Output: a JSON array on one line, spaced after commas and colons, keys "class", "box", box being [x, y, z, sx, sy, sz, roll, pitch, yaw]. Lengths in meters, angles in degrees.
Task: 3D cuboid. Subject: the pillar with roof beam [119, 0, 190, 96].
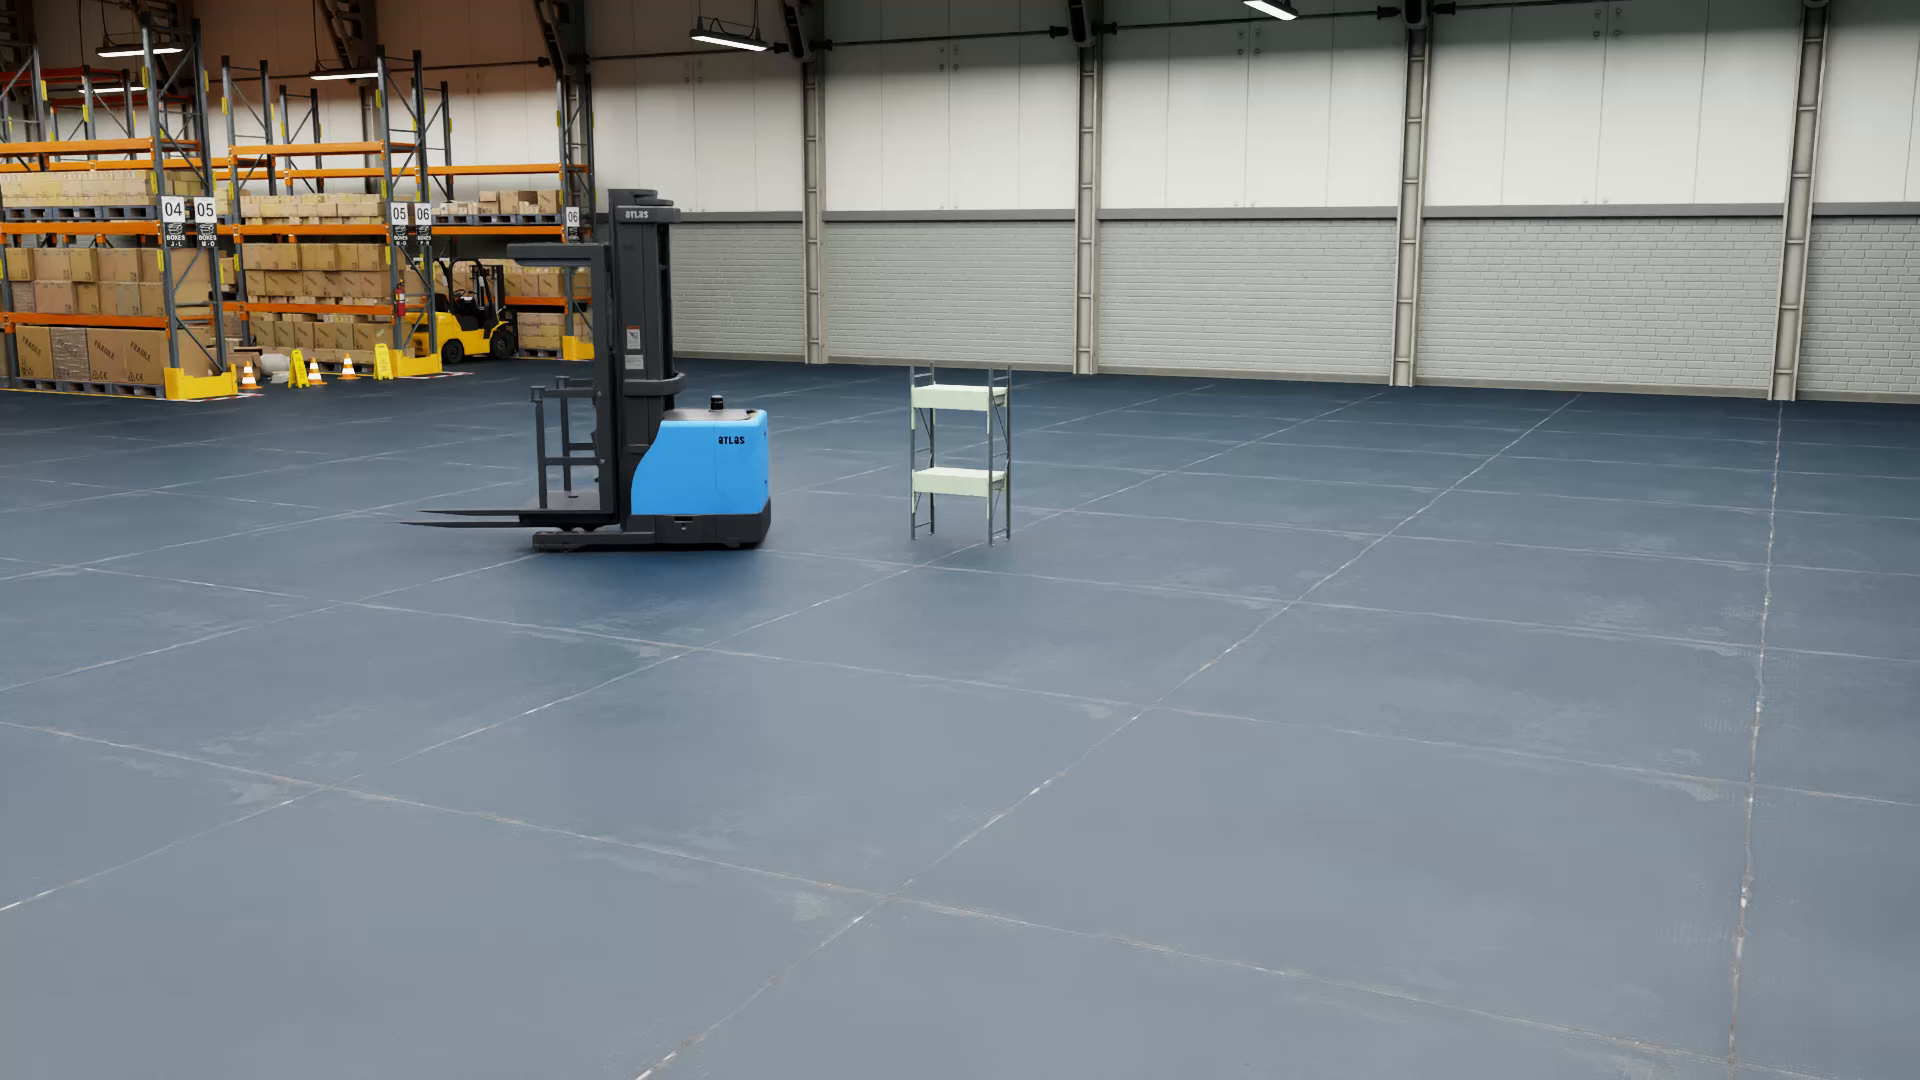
[{"class": "pillar with roof beam", "box": [-21.100, -11.756, 37.037, 0.548, 2.987, 8.718, 5, 11, 26]}]

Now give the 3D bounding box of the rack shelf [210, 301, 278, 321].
[{"class": "rack shelf", "box": [-15.697, -4.745, 34.045, 4.000, 0.370, 1.077, 5, 11, 26]}]

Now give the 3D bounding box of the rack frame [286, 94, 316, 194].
[{"class": "rack frame", "box": [-15.299, -9.001, 38.697, 0.053, 2.616, 0.949, 5, 11, 26]}]

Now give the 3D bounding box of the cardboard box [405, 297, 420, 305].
[{"class": "cardboard box", "box": [-10.530, -4.562, 31.722, 0.250, 0.149, 0.380, 5, 11, 26]}]

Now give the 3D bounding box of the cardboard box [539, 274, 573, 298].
[{"class": "cardboard box", "box": [-8.681, -5.465, 35.724, 0.500, 0.500, 0.500, 5, 11, 25]}]

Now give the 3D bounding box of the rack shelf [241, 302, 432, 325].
[{"class": "rack shelf", "box": [-12.110, -4.430, 32.304, 4.000, 0.370, 1.077, 5, 11, 26]}]

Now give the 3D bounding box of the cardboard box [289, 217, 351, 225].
[{"class": "cardboard box", "box": [-12.014, -6.074, 31.651, 1.532, 0.149, 0.479, 5, 11, 25]}]

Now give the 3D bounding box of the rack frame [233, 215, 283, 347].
[{"class": "rack frame", "box": [-13.904, -4.941, 33.110, 0.127, 3.000, 1.000, 5, 11, 26]}]

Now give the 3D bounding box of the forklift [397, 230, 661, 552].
[{"class": "forklift", "box": [-3.594, -1.335, 13.935, 2.170, 2.733, 1.118, 0, 10, -2]}]

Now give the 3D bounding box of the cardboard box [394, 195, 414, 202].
[{"class": "cardboard box", "box": [-10.545, -6.432, 31.388, 0.250, 0.149, 0.380, 5, 11, 25]}]

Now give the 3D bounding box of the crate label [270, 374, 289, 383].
[{"class": "crate label", "box": [-12.192, -2.893, 29.833, 0.298, 0.136, 0.250, -1, 10, -4]}]

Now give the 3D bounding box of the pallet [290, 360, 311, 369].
[{"class": "pallet", "box": [-13.286, -3.522, 33.098, 1.213, 0.211, 1.003, 5, 11, 26]}]

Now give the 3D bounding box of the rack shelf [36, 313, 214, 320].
[{"class": "rack shelf", "box": [-14.210, -3.763, 27.868, 3.809, 0.052, 0.919, 5, 11, 26]}]

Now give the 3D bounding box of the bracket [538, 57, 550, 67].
[{"class": "bracket", "box": [-8.878, -10.317, 35.862, 0.430, 0.232, 0.235, 5, 11, 26]}]

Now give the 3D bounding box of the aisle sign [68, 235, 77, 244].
[{"class": "aisle sign", "box": [-22.663, -7.918, 42.256, 0.004, 0.787, 0.394, 5, 11, 26]}]

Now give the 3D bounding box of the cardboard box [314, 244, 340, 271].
[{"class": "cardboard box", "box": [-11.825, -5.384, 31.632, 0.500, 0.500, 0.700, 5, 11, 25]}]

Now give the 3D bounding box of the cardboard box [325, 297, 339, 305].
[{"class": "cardboard box", "box": [-11.925, -4.587, 31.860, 0.250, 0.149, 0.380, 5, 11, 25]}]

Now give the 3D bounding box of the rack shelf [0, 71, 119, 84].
[{"class": "rack shelf", "box": [-19.284, -9.718, 34.944, 3.687, 0.071, 0.831, 5, 11, 26]}]

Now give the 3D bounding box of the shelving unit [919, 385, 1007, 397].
[{"class": "shelving unit", "box": [0.006, -1.253, 14.000, 0.686, 0.052, 0.368, 5, 11, 26]}]

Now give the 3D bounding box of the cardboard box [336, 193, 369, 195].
[{"class": "cardboard box", "box": [-13.843, -7.655, 37.938, 0.500, 0.500, 0.500, 5, 12, 27]}]

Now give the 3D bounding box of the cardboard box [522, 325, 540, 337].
[{"class": "cardboard box", "box": [-9.143, -4.549, 36.078, 0.500, 0.250, 0.500, 5, 11, 25]}]

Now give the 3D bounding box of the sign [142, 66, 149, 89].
[{"class": "sign", "box": [-12.669, -7.193, 25.860, 0.005, 0.325, 0.100, 5, 11, 26]}]

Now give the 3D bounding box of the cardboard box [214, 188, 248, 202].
[{"class": "cardboard box", "box": [-14.480, -6.822, 32.915, 0.500, 0.250, 0.500, 5, 12, 27]}]

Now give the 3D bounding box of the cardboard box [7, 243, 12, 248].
[{"class": "cardboard box", "box": [-21.246, -6.499, 36.804, 0.250, 0.149, 0.380, 5, 11, 25]}]

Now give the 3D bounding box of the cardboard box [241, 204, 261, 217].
[{"class": "cardboard box", "box": [-13.630, -6.412, 32.397, 0.500, 0.250, 0.500, 5, 11, 25]}]

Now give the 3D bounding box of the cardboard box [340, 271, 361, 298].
[{"class": "cardboard box", "box": [-11.372, -4.861, 31.549, 0.500, 0.500, 0.500, 5, 11, 26]}]

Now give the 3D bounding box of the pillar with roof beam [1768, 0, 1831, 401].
[{"class": "pillar with roof beam", "box": [11.269, -5.991, 22.066, 0.400, 9.000, 9.100, 5, 11, 26]}]

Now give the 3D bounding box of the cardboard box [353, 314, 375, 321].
[{"class": "cardboard box", "box": [-13.551, -4.933, 38.554, 0.625, 0.625, 0.875, 5, 11, 23]}]

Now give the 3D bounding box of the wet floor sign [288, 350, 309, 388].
[{"class": "wet floor sign", "box": [-11.514, -2.983, 28.901, 0.232, 0.644, 0.267, 3, 11, 16]}]

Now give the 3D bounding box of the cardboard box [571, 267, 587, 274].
[{"class": "cardboard box", "box": [-8.313, -5.856, 36.061, 0.250, 0.149, 0.380, 5, 11, 24]}]

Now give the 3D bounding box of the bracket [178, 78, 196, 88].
[{"class": "bracket", "box": [-18.896, -11.198, 40.725, 0.430, 0.232, 0.235, 5, 11, 26]}]

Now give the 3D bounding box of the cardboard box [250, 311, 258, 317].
[{"class": "cardboard box", "box": [-16.769, -5.436, 39.861, 0.250, 0.149, 0.380, 5, 11, 25]}]

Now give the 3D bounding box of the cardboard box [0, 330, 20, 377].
[{"class": "cardboard box", "box": [-16.600, -3.277, 29.052, 0.750, 0.750, 1.050, 5, 11, 26]}]

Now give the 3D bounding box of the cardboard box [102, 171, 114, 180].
[{"class": "cardboard box", "box": [-13.554, -5.861, 26.775, 0.250, 0.149, 0.380, 5, 12, 27]}]

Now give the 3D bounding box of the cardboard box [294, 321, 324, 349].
[{"class": "cardboard box", "box": [-12.545, -3.993, 32.306, 0.500, 0.500, 0.500, 6, 12, 29]}]

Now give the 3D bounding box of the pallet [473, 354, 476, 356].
[{"class": "pallet", "box": [-11.016, -4.293, 37.357, 1.213, 0.211, 1.003, 5, 11, 26]}]

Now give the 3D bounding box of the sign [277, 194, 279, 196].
[{"class": "sign", "box": [-13.670, -6.759, 33.279, 0.005, 0.325, 0.100, 5, 11, 26]}]

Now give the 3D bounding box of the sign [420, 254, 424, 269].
[{"class": "sign", "box": [-11.942, -6.178, 36.913, 0.005, 0.325, 0.100, 5, 11, 26]}]

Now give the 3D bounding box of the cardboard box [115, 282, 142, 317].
[{"class": "cardboard box", "box": [-13.272, -3.963, 27.285, 0.550, 0.550, 0.875, 5, 11, 26]}]

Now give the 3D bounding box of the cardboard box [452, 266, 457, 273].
[{"class": "cardboard box", "box": [-11.062, -5.999, 36.855, 0.250, 0.149, 0.380, 5, 11, 26]}]

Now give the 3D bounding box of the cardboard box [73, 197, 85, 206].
[{"class": "cardboard box", "box": [-14.232, -5.528, 27.176, 0.250, 0.149, 0.380, 5, 11, 27]}]

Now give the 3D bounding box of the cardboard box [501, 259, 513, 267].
[{"class": "cardboard box", "box": [-9.727, -6.013, 36.095, 0.250, 0.149, 0.380, 5, 12, 27]}]

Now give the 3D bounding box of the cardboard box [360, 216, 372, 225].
[{"class": "cardboard box", "box": [-10.998, -5.976, 31.112, 0.250, 0.149, 0.380, 5, 11, 26]}]

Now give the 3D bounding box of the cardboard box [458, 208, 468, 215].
[{"class": "cardboard box", "box": [-10.753, -7.198, 36.403, 0.250, 0.149, 0.380, 5, 12, 28]}]

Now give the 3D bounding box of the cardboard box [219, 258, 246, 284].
[{"class": "cardboard box", "box": [-14.420, -5.343, 33.036, 0.500, 0.500, 0.500, 5, 11, 25]}]

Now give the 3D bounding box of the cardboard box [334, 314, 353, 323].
[{"class": "cardboard box", "box": [-11.733, -4.228, 31.783, 0.250, 0.149, 0.380, 5, 12, 27]}]

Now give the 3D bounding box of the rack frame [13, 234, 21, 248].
[{"class": "rack frame", "box": [-21.078, -5.572, 36.594, 0.127, 3.000, 1.000, 5, 11, 26]}]

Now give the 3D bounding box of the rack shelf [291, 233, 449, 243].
[{"class": "rack shelf", "box": [-13.504, -7.014, 38.160, 4.000, 0.370, 1.077, 5, 11, 26]}]

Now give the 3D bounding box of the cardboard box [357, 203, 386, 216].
[{"class": "cardboard box", "box": [-10.895, -6.172, 31.074, 0.500, 0.250, 0.500, 5, 11, 25]}]
